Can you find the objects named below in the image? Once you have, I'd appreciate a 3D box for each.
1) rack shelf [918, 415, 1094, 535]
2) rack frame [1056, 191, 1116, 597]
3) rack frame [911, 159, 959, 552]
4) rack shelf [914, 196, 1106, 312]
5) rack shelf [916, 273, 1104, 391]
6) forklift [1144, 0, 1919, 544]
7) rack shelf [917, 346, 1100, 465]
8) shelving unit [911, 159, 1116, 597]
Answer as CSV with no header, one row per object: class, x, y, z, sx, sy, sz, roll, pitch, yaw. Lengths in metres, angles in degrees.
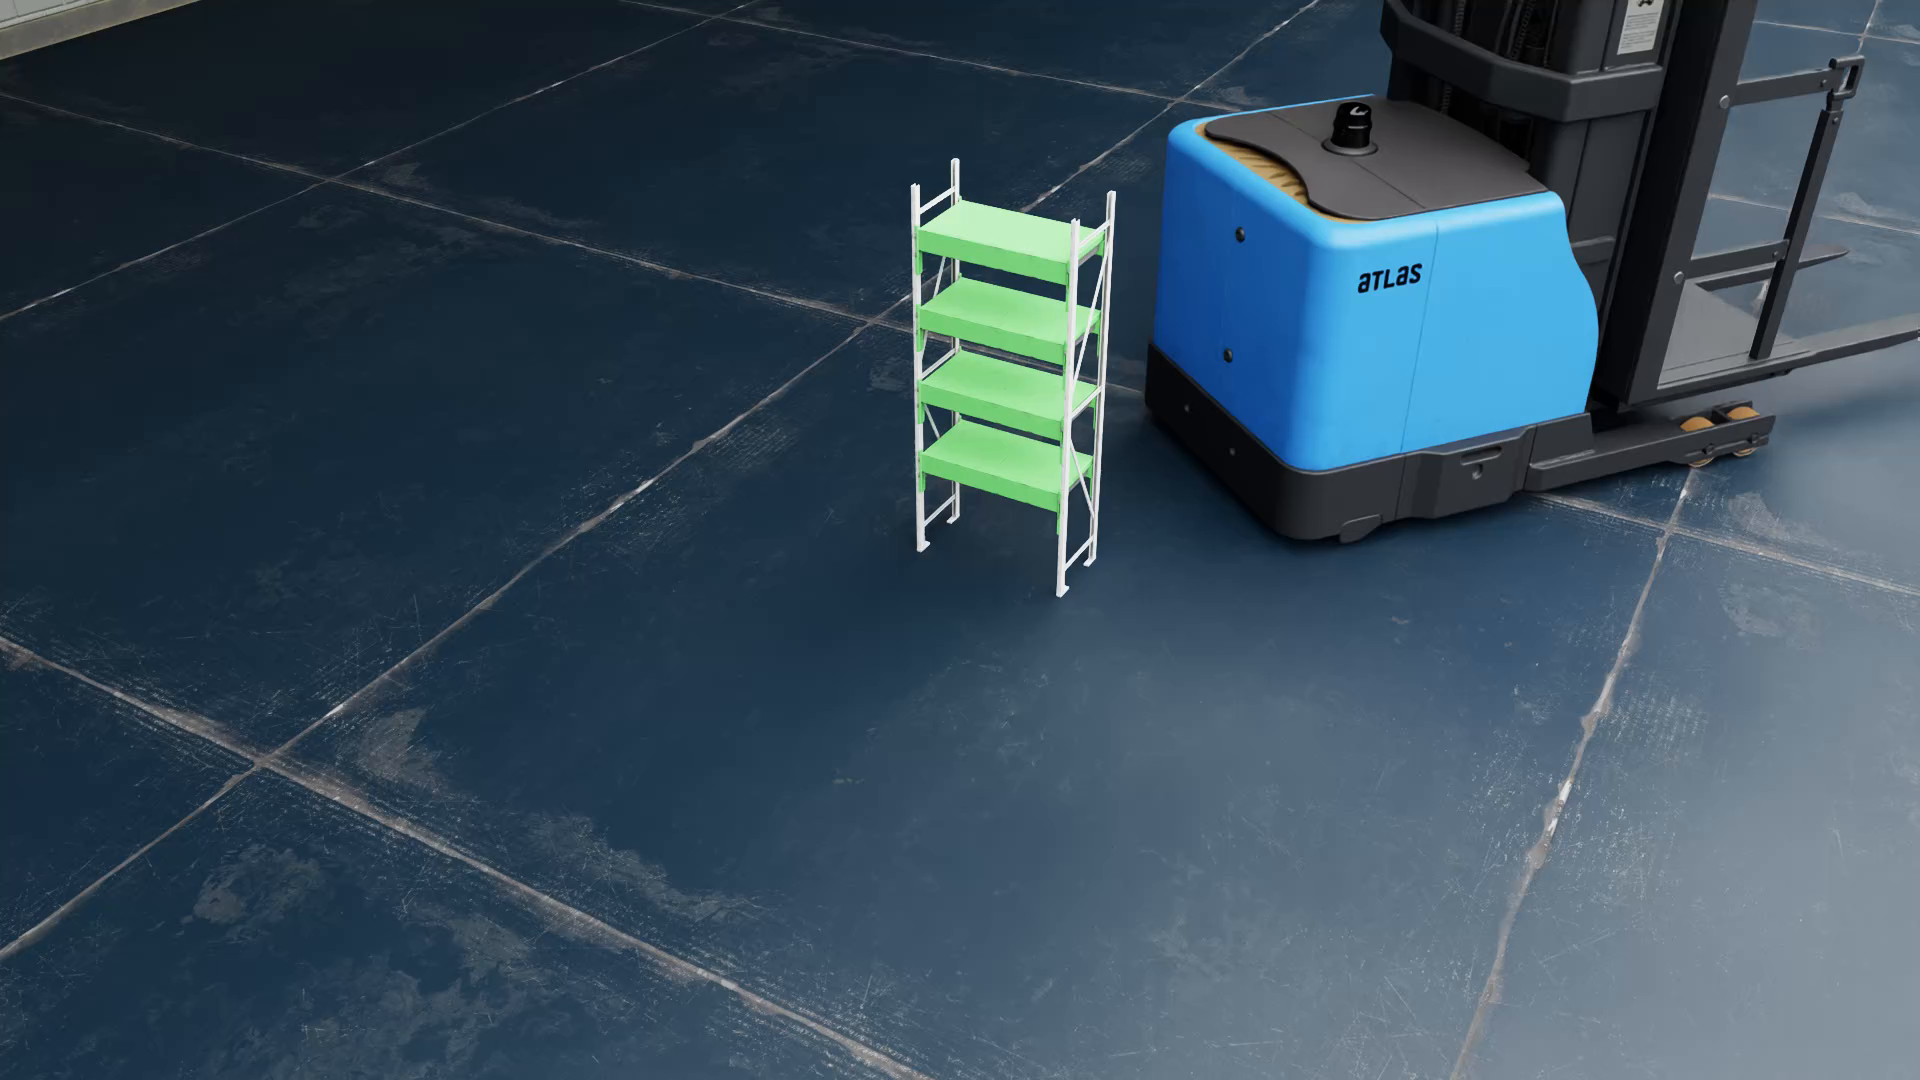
rack shelf,0.144,-0.201,5.018,0.480,0.148,0.258,18,37,24
rack frame,0.356,-0.387,4.748,0.015,1.200,0.240,18,37,24
rack frame,-0.068,-0.521,4.950,0.015,1.200,0.240,18,37,24
rack shelf,0.144,-0.800,4.618,0.480,0.148,0.258,18,37,24
rack shelf,0.144,-0.600,4.751,0.480,0.148,0.258,18,37,24
forklift,2.218,-1.724,5.195,3.031,2.935,1.130,-13,36,-18
rack shelf,0.144,-0.401,4.884,0.480,0.148,0.258,18,37,24
shelving unit,0.144,-0.454,4.849,0.503,1.200,0.258,18,37,24
